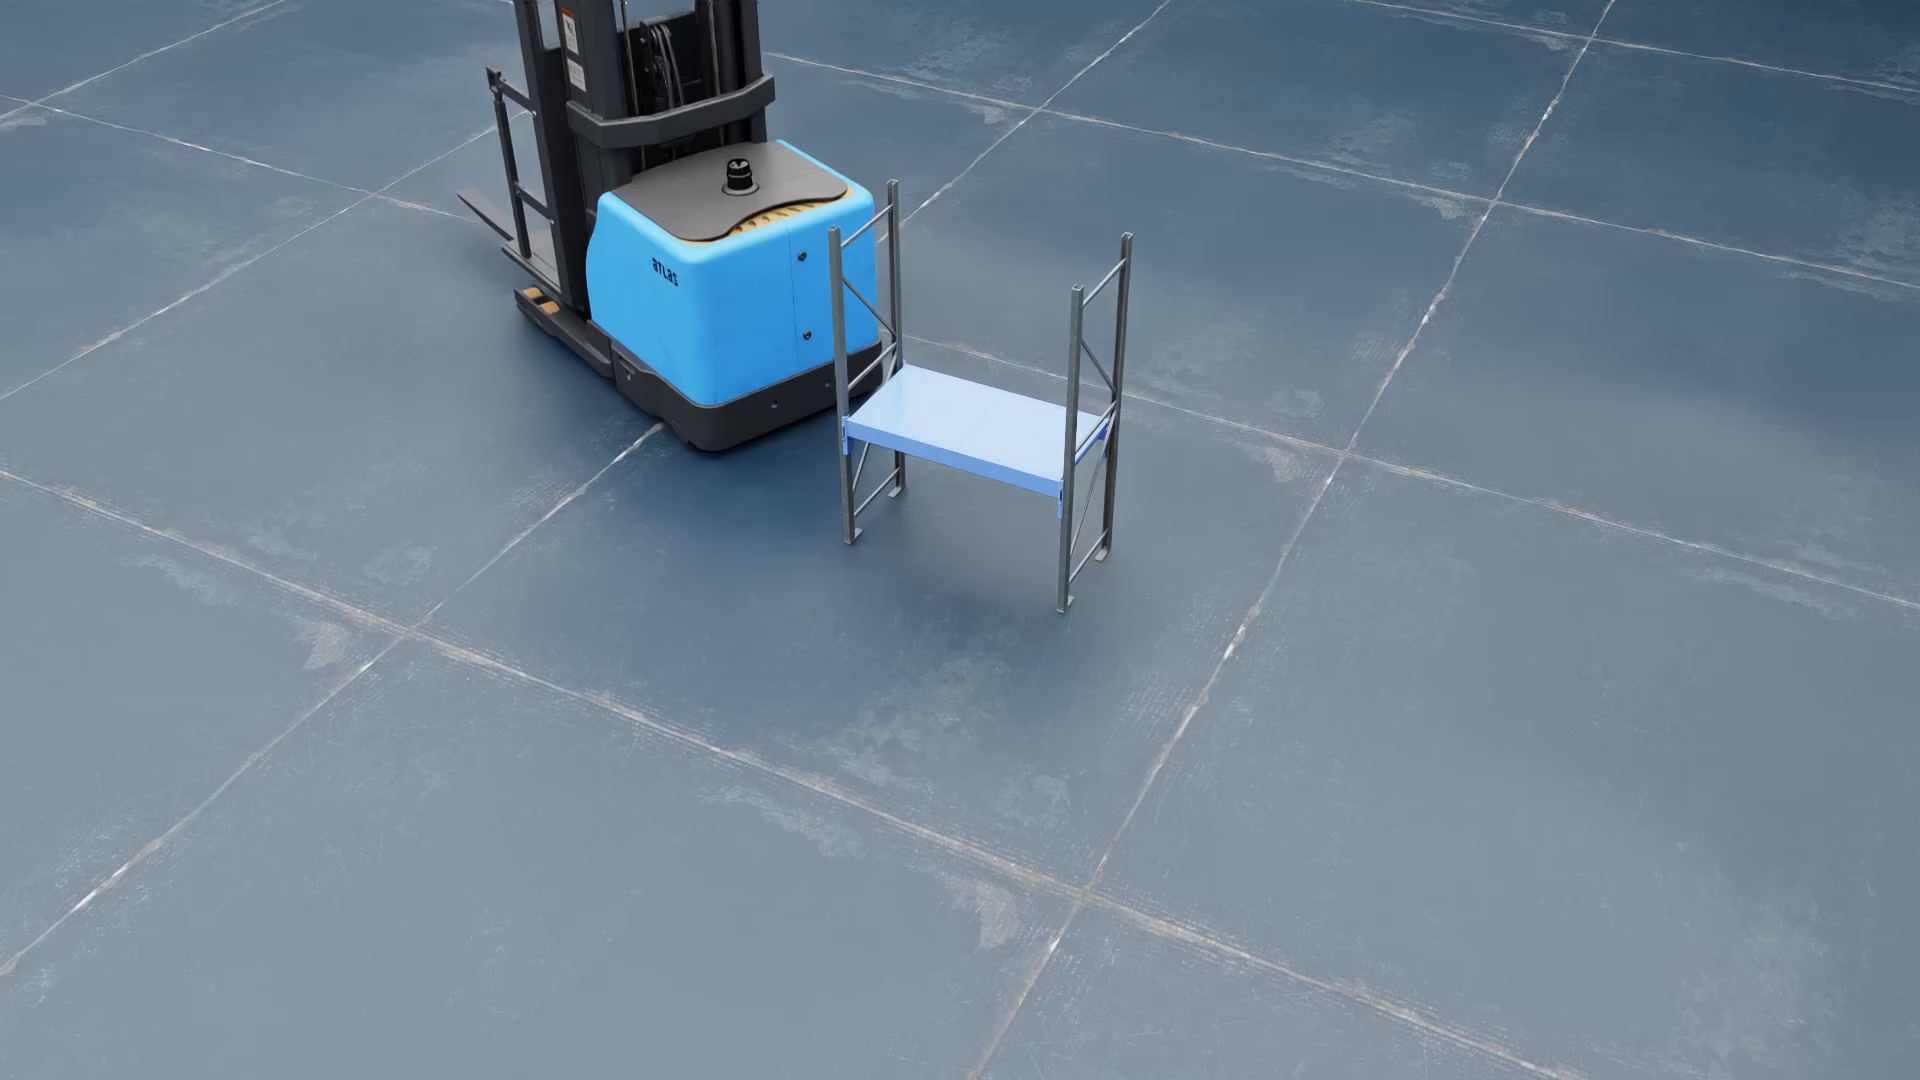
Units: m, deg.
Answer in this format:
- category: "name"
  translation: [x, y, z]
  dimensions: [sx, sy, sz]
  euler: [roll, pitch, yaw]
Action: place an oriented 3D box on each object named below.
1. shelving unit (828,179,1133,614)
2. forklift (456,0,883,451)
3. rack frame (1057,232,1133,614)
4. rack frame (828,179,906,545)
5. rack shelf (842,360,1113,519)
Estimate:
- category: "shelving unit"
  translation: [0.076, -0.574, 6.765]
  dimensions: [1.048, 1.500, 0.538]
  euler: [17, 41, 21]
- category: "forklift"
  translation: [-1.687, -2.407, 7.997]
  dimensions: [1.130, 2.935, 3.031]
  euler: [-26, 44, -30]
- category: "rack frame"
  translation: [0.527, -0.432, 6.579]
  dimensions: [0.032, 1.500, 0.500]
  euler: [17, 41, 21]
- category: "rack frame"
  translation: [-0.376, -0.715, 6.952]
  dimensions: [0.032, 1.500, 0.500]
  euler: [17, 41, 21]
- category: "rack shelf"
  translation: [0.076, -0.430, 6.874]
  dimensions: [1.000, 0.185, 0.538]
  euler: [17, 41, 21]
